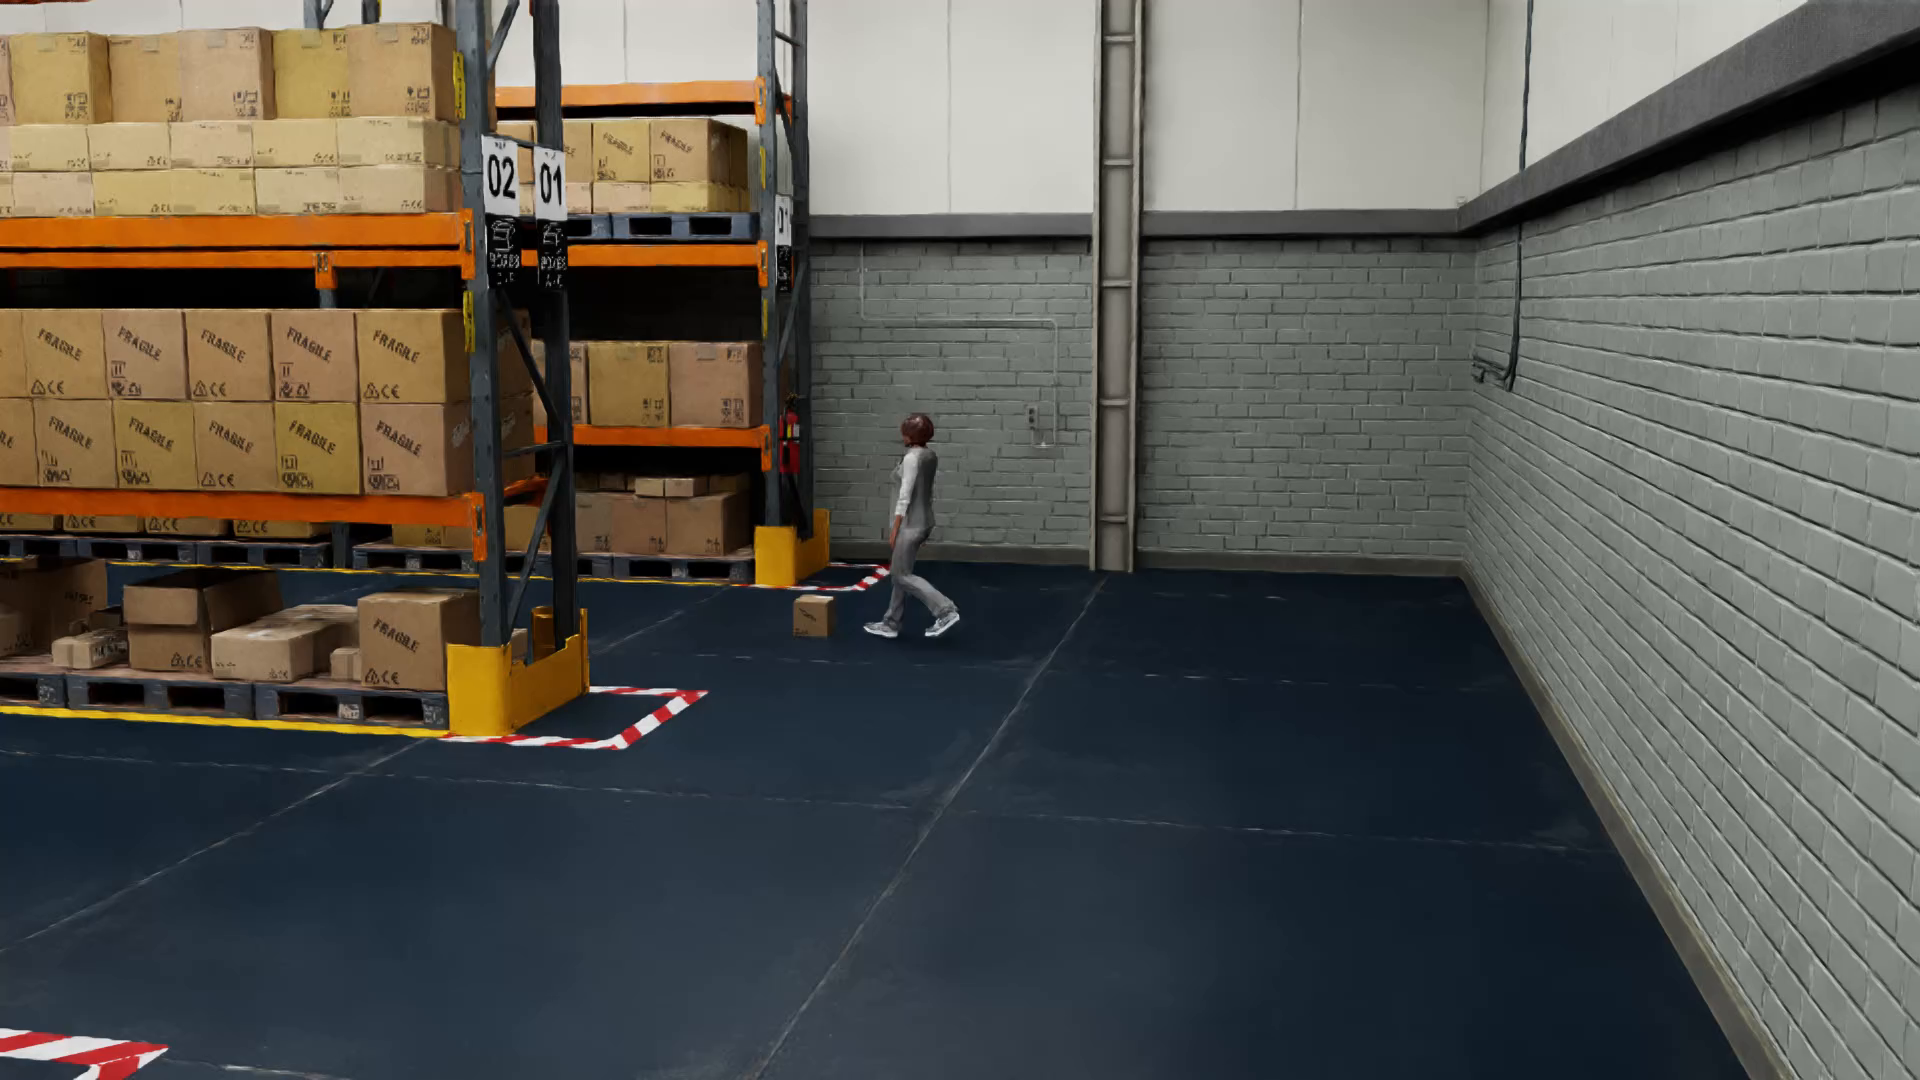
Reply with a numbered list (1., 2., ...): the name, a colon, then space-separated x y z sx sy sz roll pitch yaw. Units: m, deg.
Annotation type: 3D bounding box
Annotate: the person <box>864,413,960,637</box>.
1. person: -0.339 -0.081 11.440 0.772 1.555 0.425 3 9 18
